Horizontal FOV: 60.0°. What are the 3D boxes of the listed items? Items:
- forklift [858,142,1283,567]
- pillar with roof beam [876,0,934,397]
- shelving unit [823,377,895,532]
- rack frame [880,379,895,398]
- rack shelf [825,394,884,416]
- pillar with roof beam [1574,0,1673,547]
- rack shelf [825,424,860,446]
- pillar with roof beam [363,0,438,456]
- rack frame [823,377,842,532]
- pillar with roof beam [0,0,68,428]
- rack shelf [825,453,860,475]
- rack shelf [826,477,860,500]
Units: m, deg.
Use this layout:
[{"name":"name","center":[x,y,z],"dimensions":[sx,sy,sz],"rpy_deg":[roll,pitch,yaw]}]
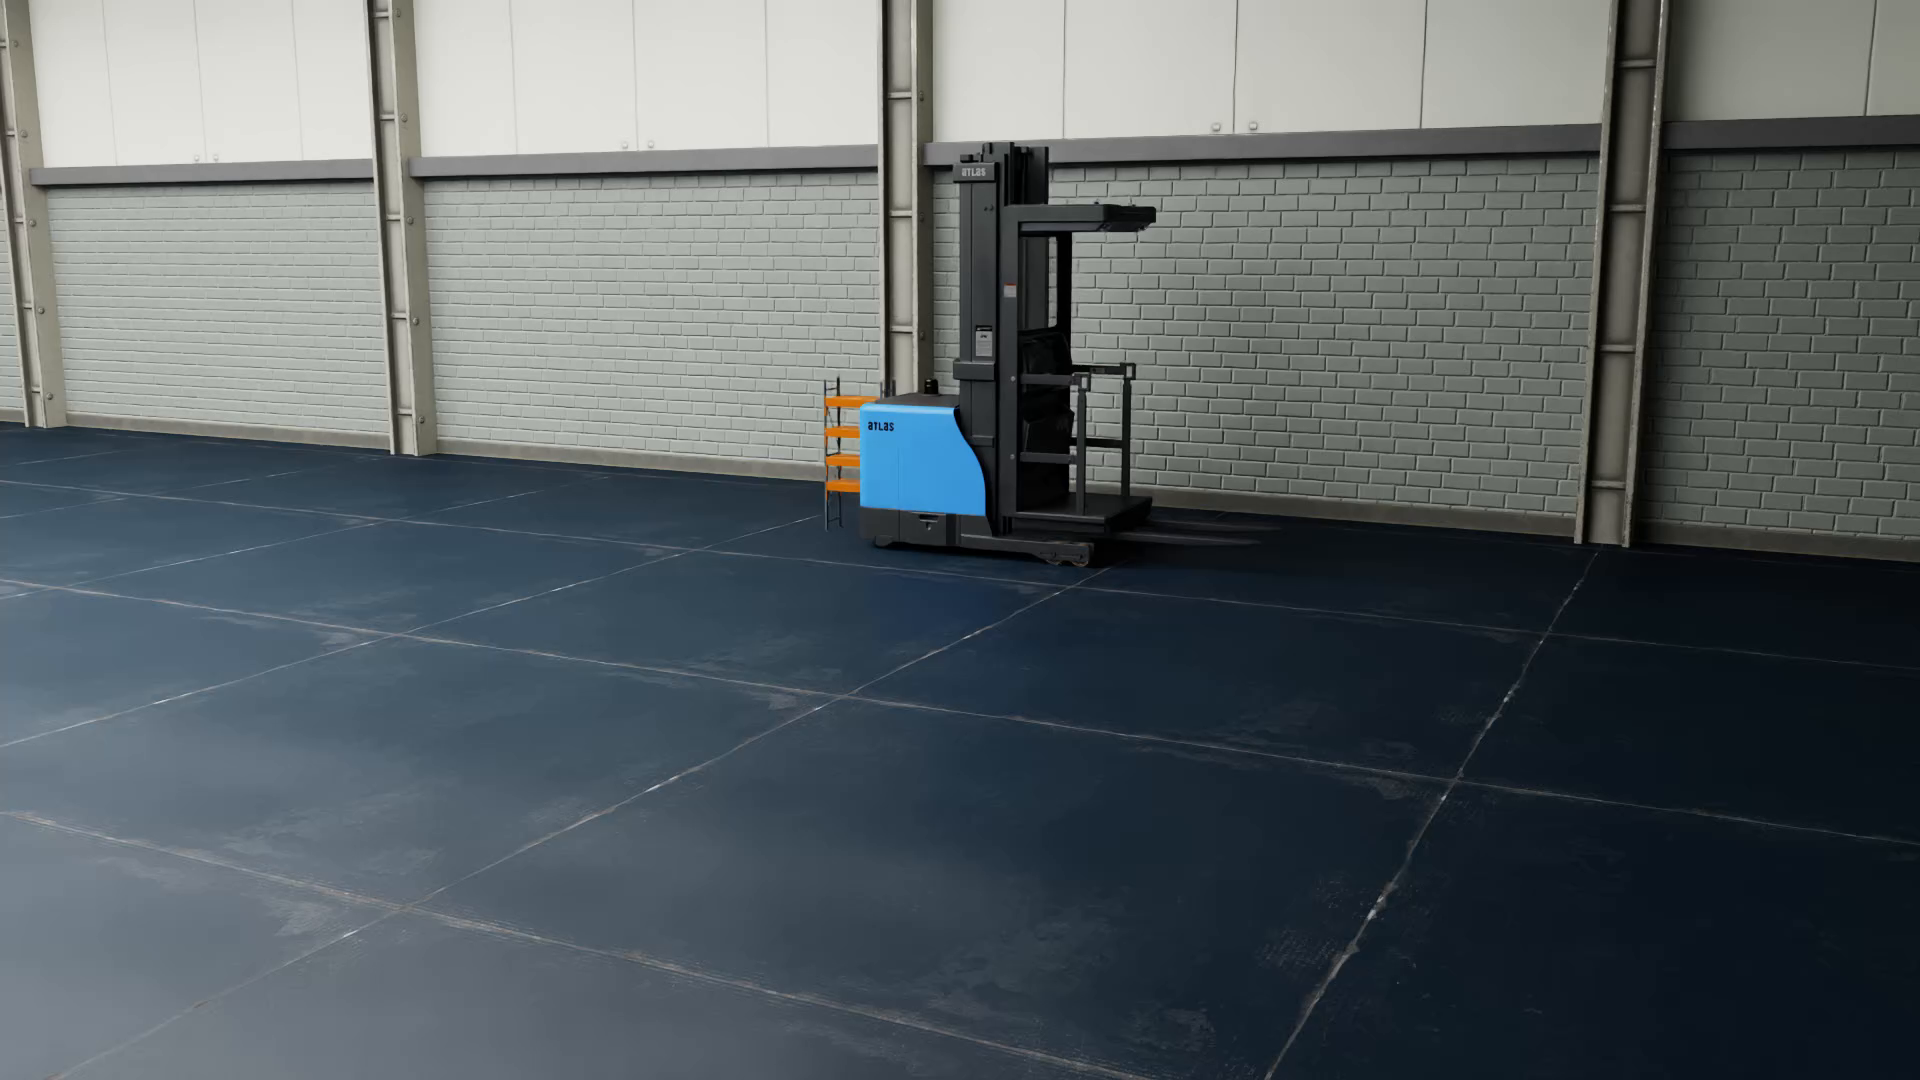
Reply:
[{"name":"forklift","center":[0.803,-1.360,12.017],"dimensions":[3.031,2.935,1.130],"rpy_deg":[5,11,24]},{"name":"pillar with roof beam","center":[-2.387,-4.199,10.661],"dimensions":[0.400,9.000,9.100],"rpy_deg":[5,11,26]},{"name":"shelving unit","center":[-0.778,-0.653,12.967],"dimensions":[0.503,1.200,0.258],"rpy_deg":[5,11,24]},{"name":"rack frame","center":[-0.556,-0.635,12.869],"dimensions":[0.015,1.200,0.240],"rpy_deg":[5,11,24]},{"name":"rack shelf","center":[-0.778,-1.039,12.897],"dimensions":[0.480,0.148,0.258],"rpy_deg":[5,11,24]},{"name":"pillar with roof beam","center":[2.993,-3.726,8.049],"dimensions":[0.400,9.000,9.100],"rpy_deg":[5,11,26]},{"name":"rack shelf","center":[-0.778,-0.806,12.939],"dimensions":[0.480,0.148,0.258],"rpy_deg":[5,11,24]},{"name":"pillar with roof beam","center":[-7.768,-4.671,13.274],"dimensions":[0.400,9.000,9.100],"rpy_deg":[5,11,26]},{"name":"rack frame","center":[-1.001,-0.670,13.065],"dimensions":[0.015,1.200,0.240],"rpy_deg":[5,11,24]},{"name":"pillar with roof beam","center":[-13.149,-5.144,15.886],"dimensions":[0.400,9.000,9.100],"rpy_deg":[5,11,26]},{"name":"rack shelf","center":[-0.778,-0.586,12.979],"dimensions":[0.480,0.148,0.258],"rpy_deg":[5,11,24]},{"name":"rack shelf","center":[-0.778,-0.391,13.014],"dimensions":[0.480,0.148,0.258],"rpy_deg":[5,11,24]}]
